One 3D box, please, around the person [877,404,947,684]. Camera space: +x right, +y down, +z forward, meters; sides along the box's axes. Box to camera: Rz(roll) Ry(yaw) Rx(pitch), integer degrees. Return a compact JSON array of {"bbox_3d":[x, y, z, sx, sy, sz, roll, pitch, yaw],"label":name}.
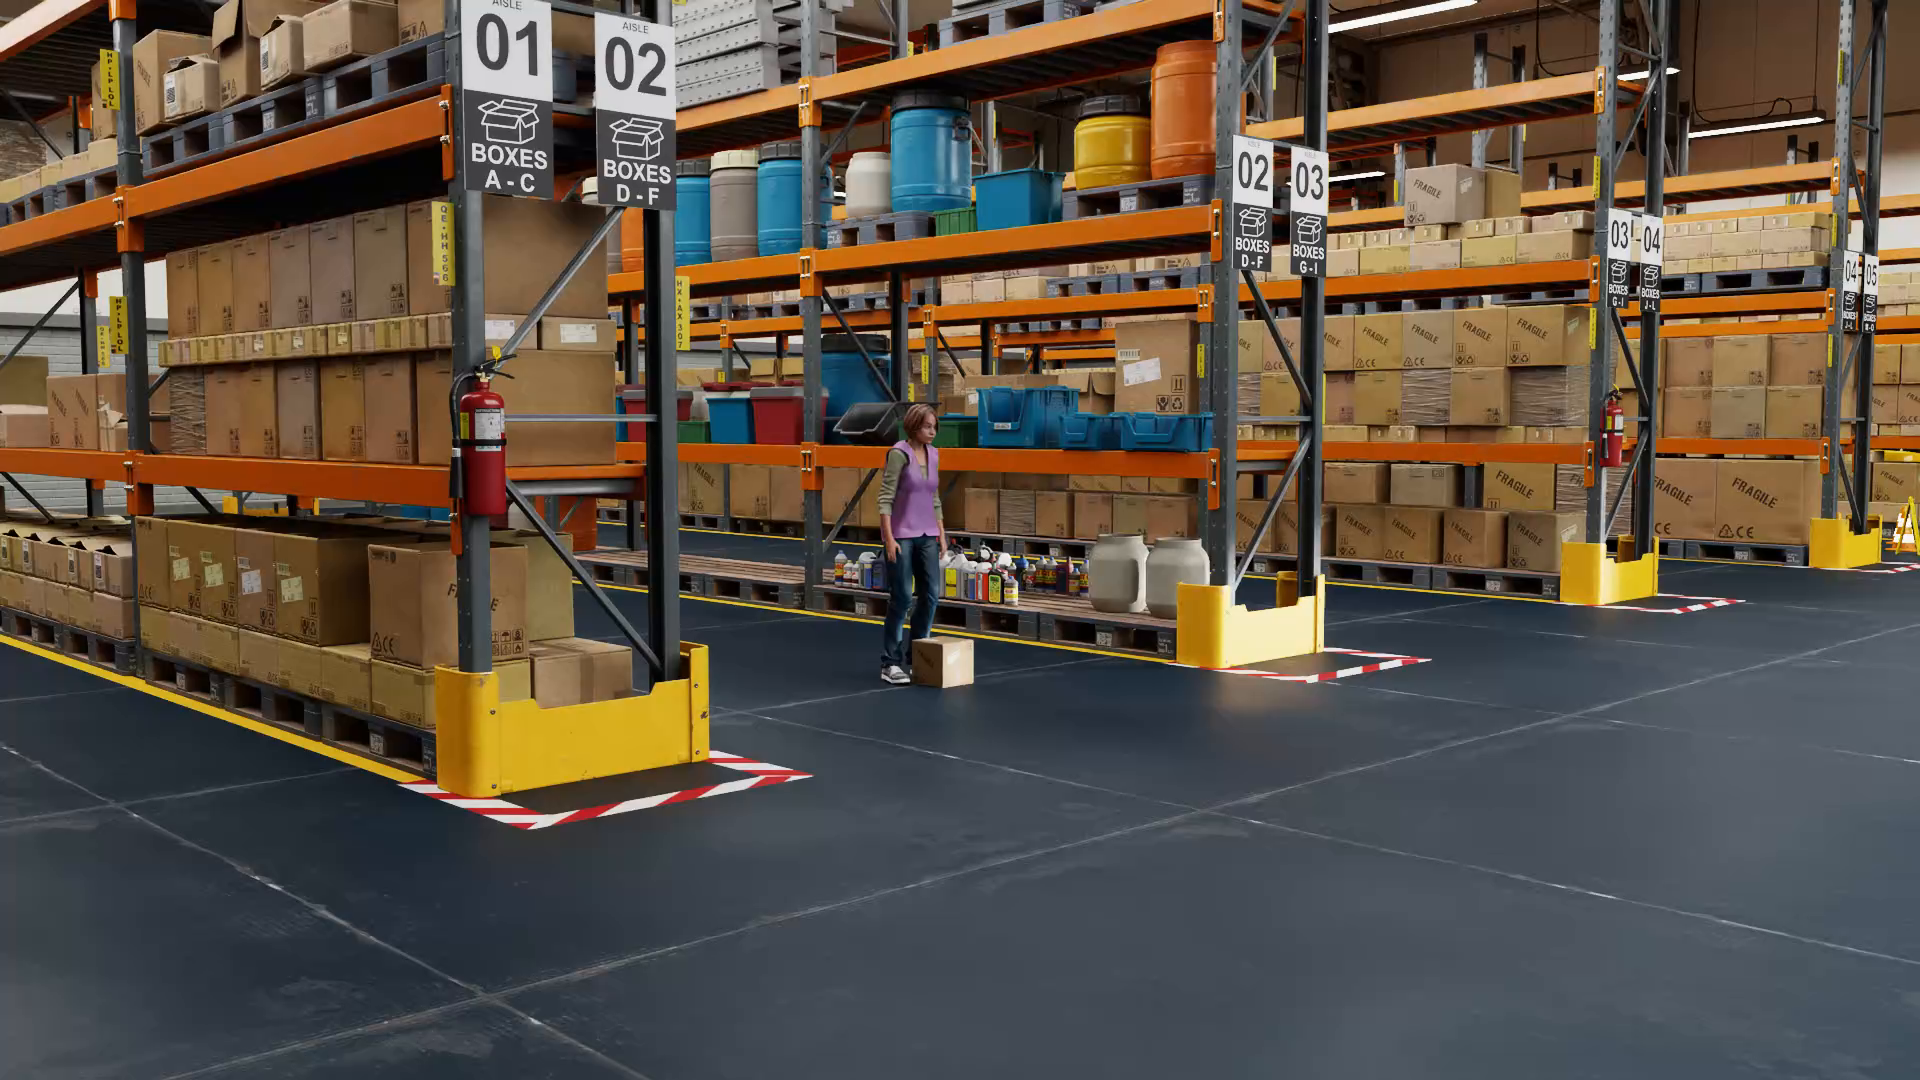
[{"bbox_3d":[-0.272,0.013,9.599,0.460,1.593,0.343,-4,6,-43],"label":"person"}]
